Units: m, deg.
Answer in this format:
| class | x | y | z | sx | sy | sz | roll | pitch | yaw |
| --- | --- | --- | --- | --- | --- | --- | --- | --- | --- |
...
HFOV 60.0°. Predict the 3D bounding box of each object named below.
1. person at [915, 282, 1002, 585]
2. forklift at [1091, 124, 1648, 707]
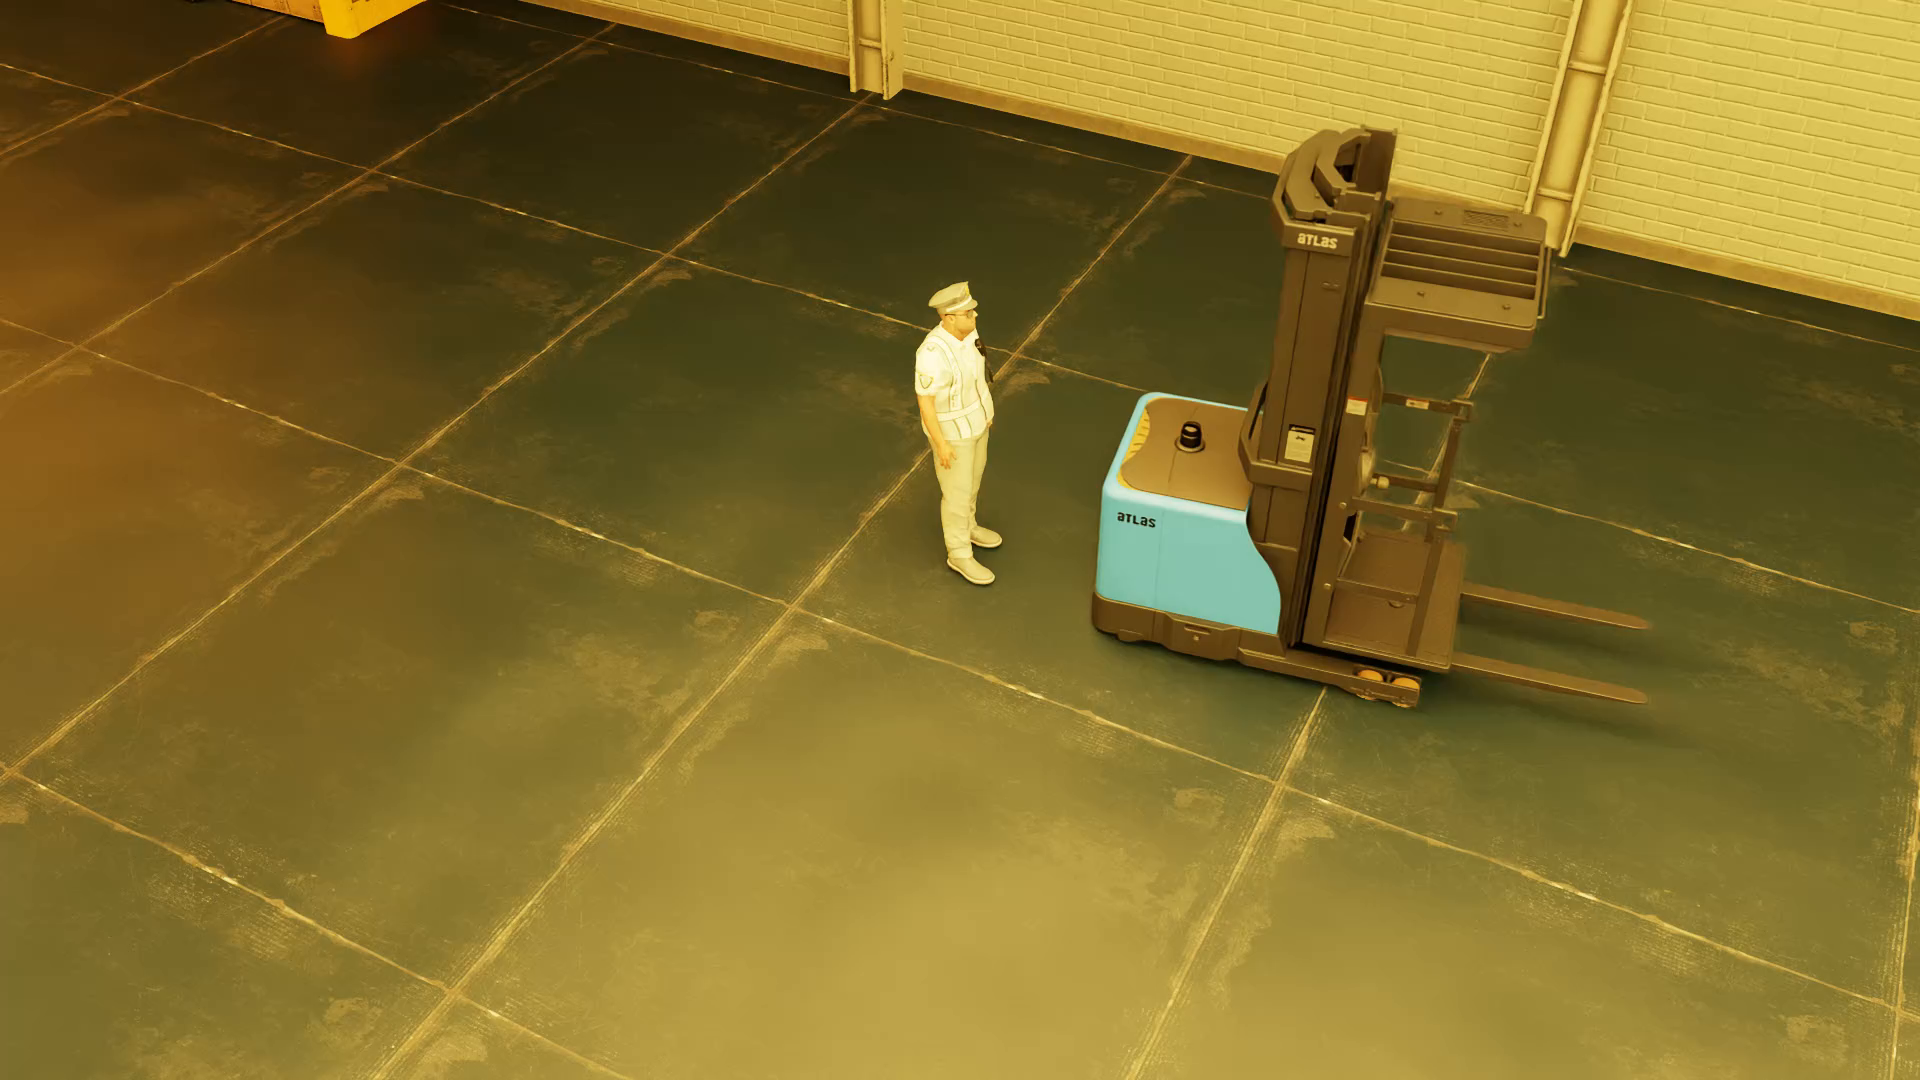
| class | x | y | z | sx | sy | sz | roll | pitch | yaw |
| --- | --- | --- | --- | --- | --- | --- | --- | --- | --- |
| person | 0.063 | -0.657 | 9.648 | 0.575 | 1.781 | 0.640 | 18 | 43 | 21 |
| forklift | 2.332 | -0.584 | 8.680 | 3.031 | 2.935 | 1.130 | 12 | 42 | 14 |
